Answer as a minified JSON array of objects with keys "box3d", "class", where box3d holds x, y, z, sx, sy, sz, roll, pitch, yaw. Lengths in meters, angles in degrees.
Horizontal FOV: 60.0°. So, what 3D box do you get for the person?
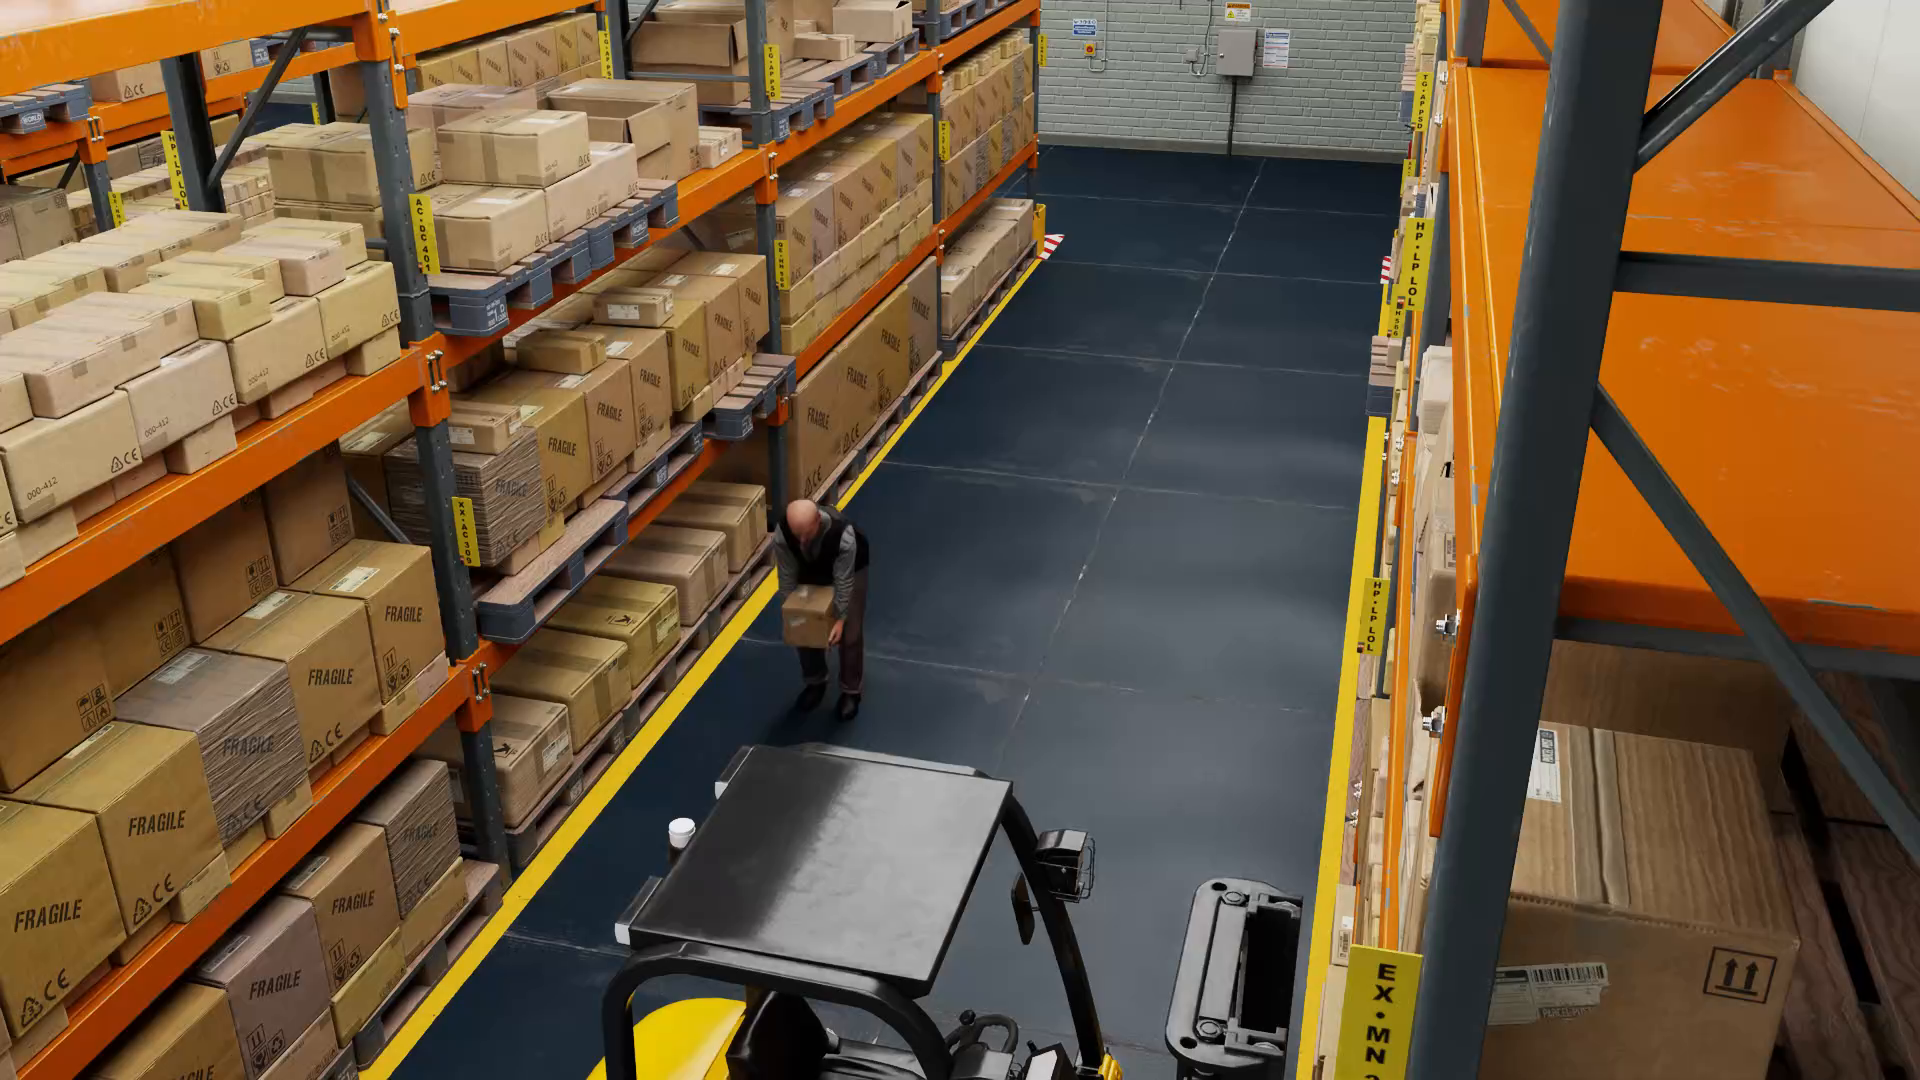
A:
[{"box3d":[-0.769,0.391,9.322,0.468,1.376,0.800,6,26,12],"class":"person"}]
